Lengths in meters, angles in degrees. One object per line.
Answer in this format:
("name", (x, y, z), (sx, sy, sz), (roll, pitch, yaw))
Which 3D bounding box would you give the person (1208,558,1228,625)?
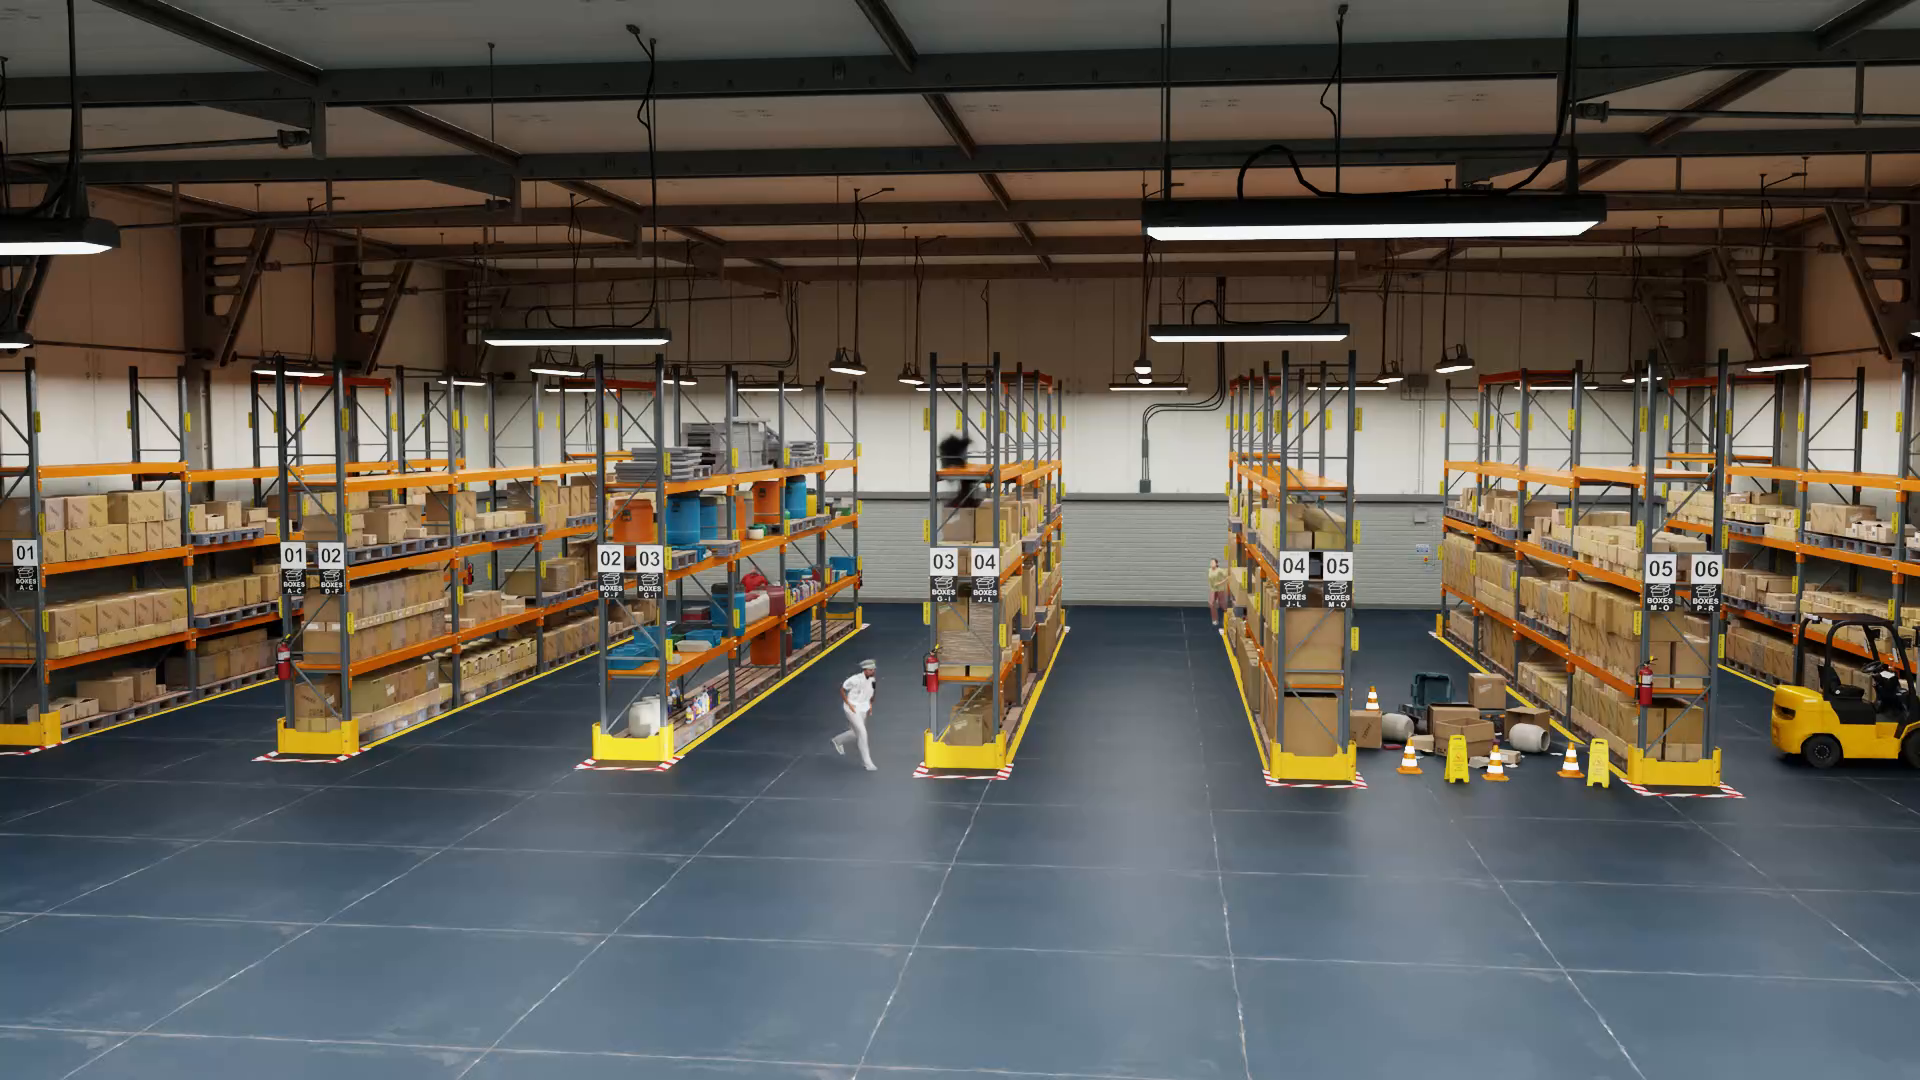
("person", (6.385, 1.261, 41.180), (0.593, 1.642, 0.849), (4, 5, 42))

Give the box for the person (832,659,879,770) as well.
("person", (-1.562, 2.515, 24.189), (0.595, 1.641, 0.920), (-4, 5, -42))

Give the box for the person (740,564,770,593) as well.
("person", (-4.836, 1.433, 38.674), (0.737, 1.764, 0.781), (2, 4, 21))

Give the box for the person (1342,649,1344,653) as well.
("person", (8.152, 1.591, 35.833), (0.717, 1.724, 0.996), (0, 4, -6))
